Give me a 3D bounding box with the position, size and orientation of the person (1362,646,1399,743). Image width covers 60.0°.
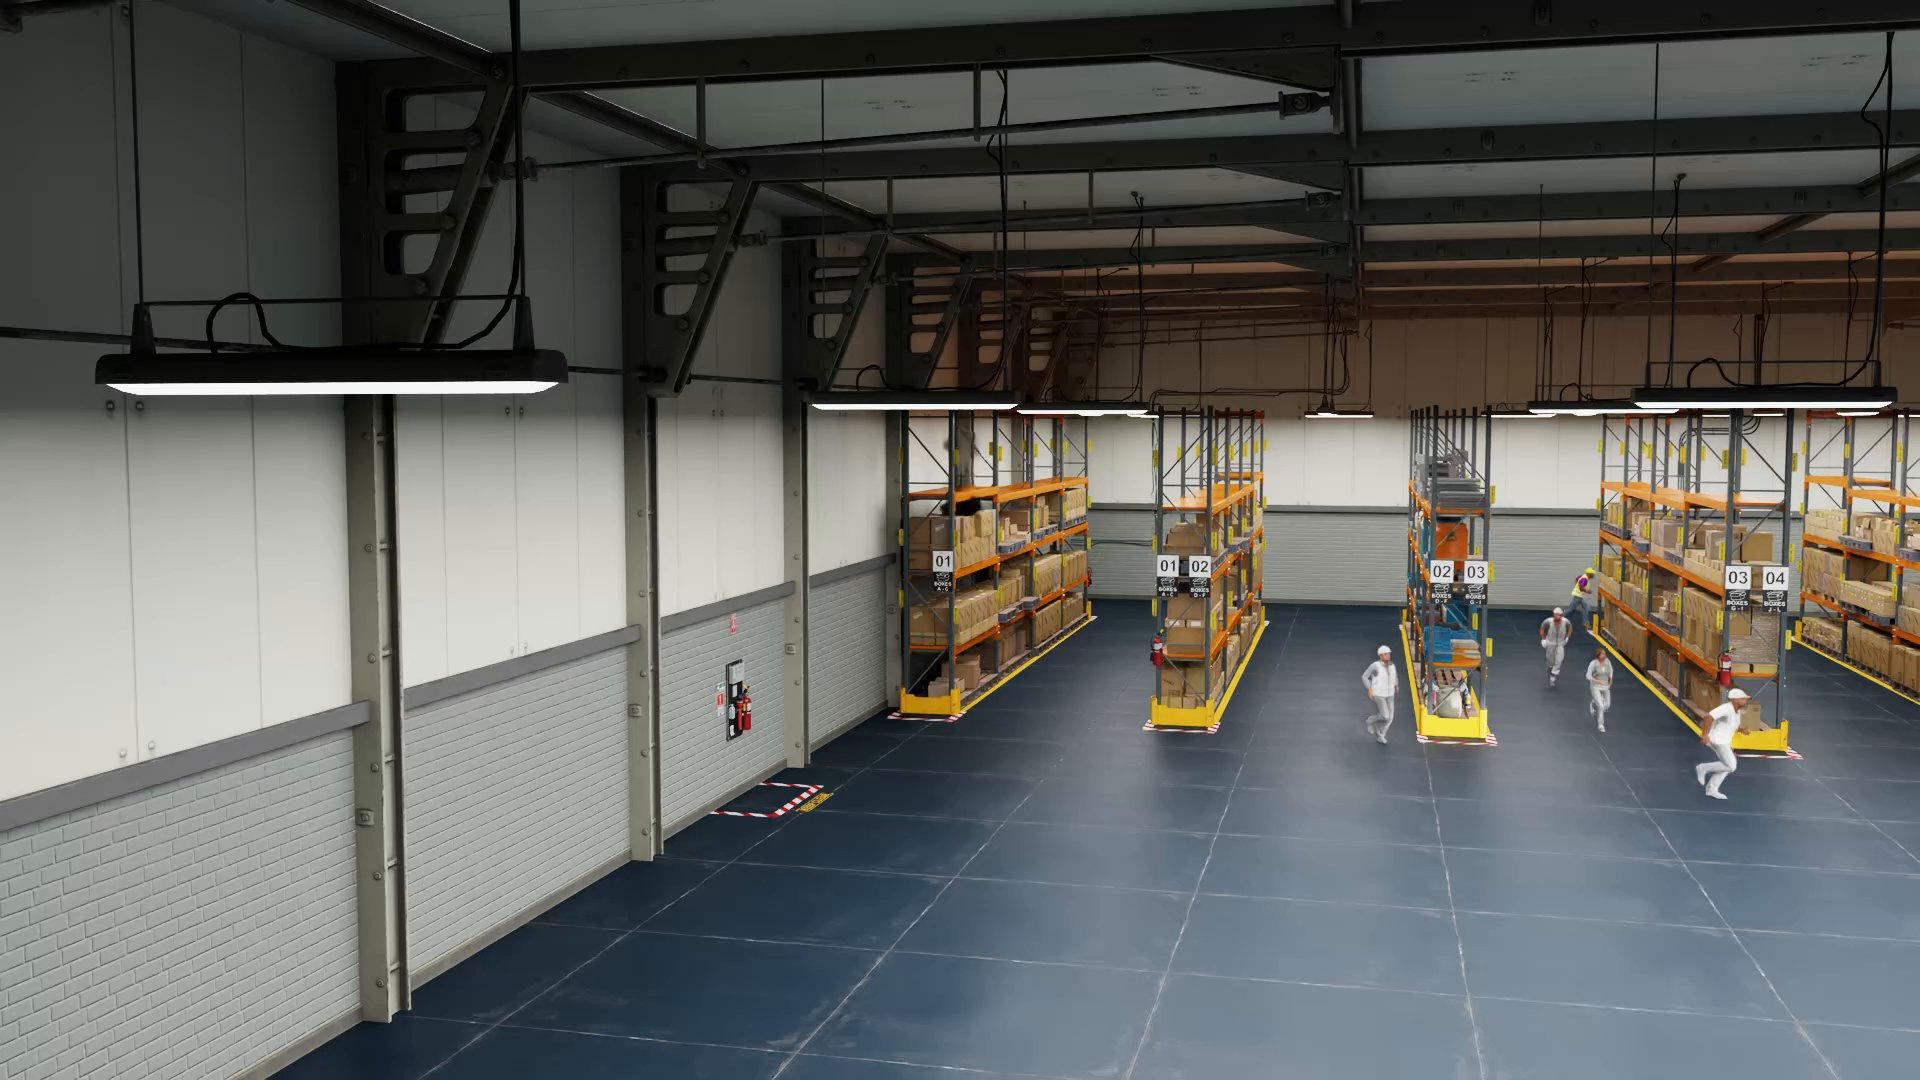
[{"bbox_3d":[7.545,2.750,29.551,0.655,1.733,0.547,-2,4,-23],"label":"person"}]

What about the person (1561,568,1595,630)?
[{"bbox_3d":[16.973,1.623,45.830,1.040,1.738,0.743,2,4,21],"label":"person"}]

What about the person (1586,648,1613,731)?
[{"bbox_3d":[11.857,2.760,30.791,0.578,1.553,0.641,-1,4,-8],"label":"person"}]

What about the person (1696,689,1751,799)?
[{"bbox_3d":[11.589,3.046,25.250,0.736,1.613,0.689,3,5,37],"label":"person"}]

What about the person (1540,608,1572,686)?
[{"bbox_3d":[12.942,2.296,36.144,0.659,1.723,0.919,1,4,8],"label":"person"}]
